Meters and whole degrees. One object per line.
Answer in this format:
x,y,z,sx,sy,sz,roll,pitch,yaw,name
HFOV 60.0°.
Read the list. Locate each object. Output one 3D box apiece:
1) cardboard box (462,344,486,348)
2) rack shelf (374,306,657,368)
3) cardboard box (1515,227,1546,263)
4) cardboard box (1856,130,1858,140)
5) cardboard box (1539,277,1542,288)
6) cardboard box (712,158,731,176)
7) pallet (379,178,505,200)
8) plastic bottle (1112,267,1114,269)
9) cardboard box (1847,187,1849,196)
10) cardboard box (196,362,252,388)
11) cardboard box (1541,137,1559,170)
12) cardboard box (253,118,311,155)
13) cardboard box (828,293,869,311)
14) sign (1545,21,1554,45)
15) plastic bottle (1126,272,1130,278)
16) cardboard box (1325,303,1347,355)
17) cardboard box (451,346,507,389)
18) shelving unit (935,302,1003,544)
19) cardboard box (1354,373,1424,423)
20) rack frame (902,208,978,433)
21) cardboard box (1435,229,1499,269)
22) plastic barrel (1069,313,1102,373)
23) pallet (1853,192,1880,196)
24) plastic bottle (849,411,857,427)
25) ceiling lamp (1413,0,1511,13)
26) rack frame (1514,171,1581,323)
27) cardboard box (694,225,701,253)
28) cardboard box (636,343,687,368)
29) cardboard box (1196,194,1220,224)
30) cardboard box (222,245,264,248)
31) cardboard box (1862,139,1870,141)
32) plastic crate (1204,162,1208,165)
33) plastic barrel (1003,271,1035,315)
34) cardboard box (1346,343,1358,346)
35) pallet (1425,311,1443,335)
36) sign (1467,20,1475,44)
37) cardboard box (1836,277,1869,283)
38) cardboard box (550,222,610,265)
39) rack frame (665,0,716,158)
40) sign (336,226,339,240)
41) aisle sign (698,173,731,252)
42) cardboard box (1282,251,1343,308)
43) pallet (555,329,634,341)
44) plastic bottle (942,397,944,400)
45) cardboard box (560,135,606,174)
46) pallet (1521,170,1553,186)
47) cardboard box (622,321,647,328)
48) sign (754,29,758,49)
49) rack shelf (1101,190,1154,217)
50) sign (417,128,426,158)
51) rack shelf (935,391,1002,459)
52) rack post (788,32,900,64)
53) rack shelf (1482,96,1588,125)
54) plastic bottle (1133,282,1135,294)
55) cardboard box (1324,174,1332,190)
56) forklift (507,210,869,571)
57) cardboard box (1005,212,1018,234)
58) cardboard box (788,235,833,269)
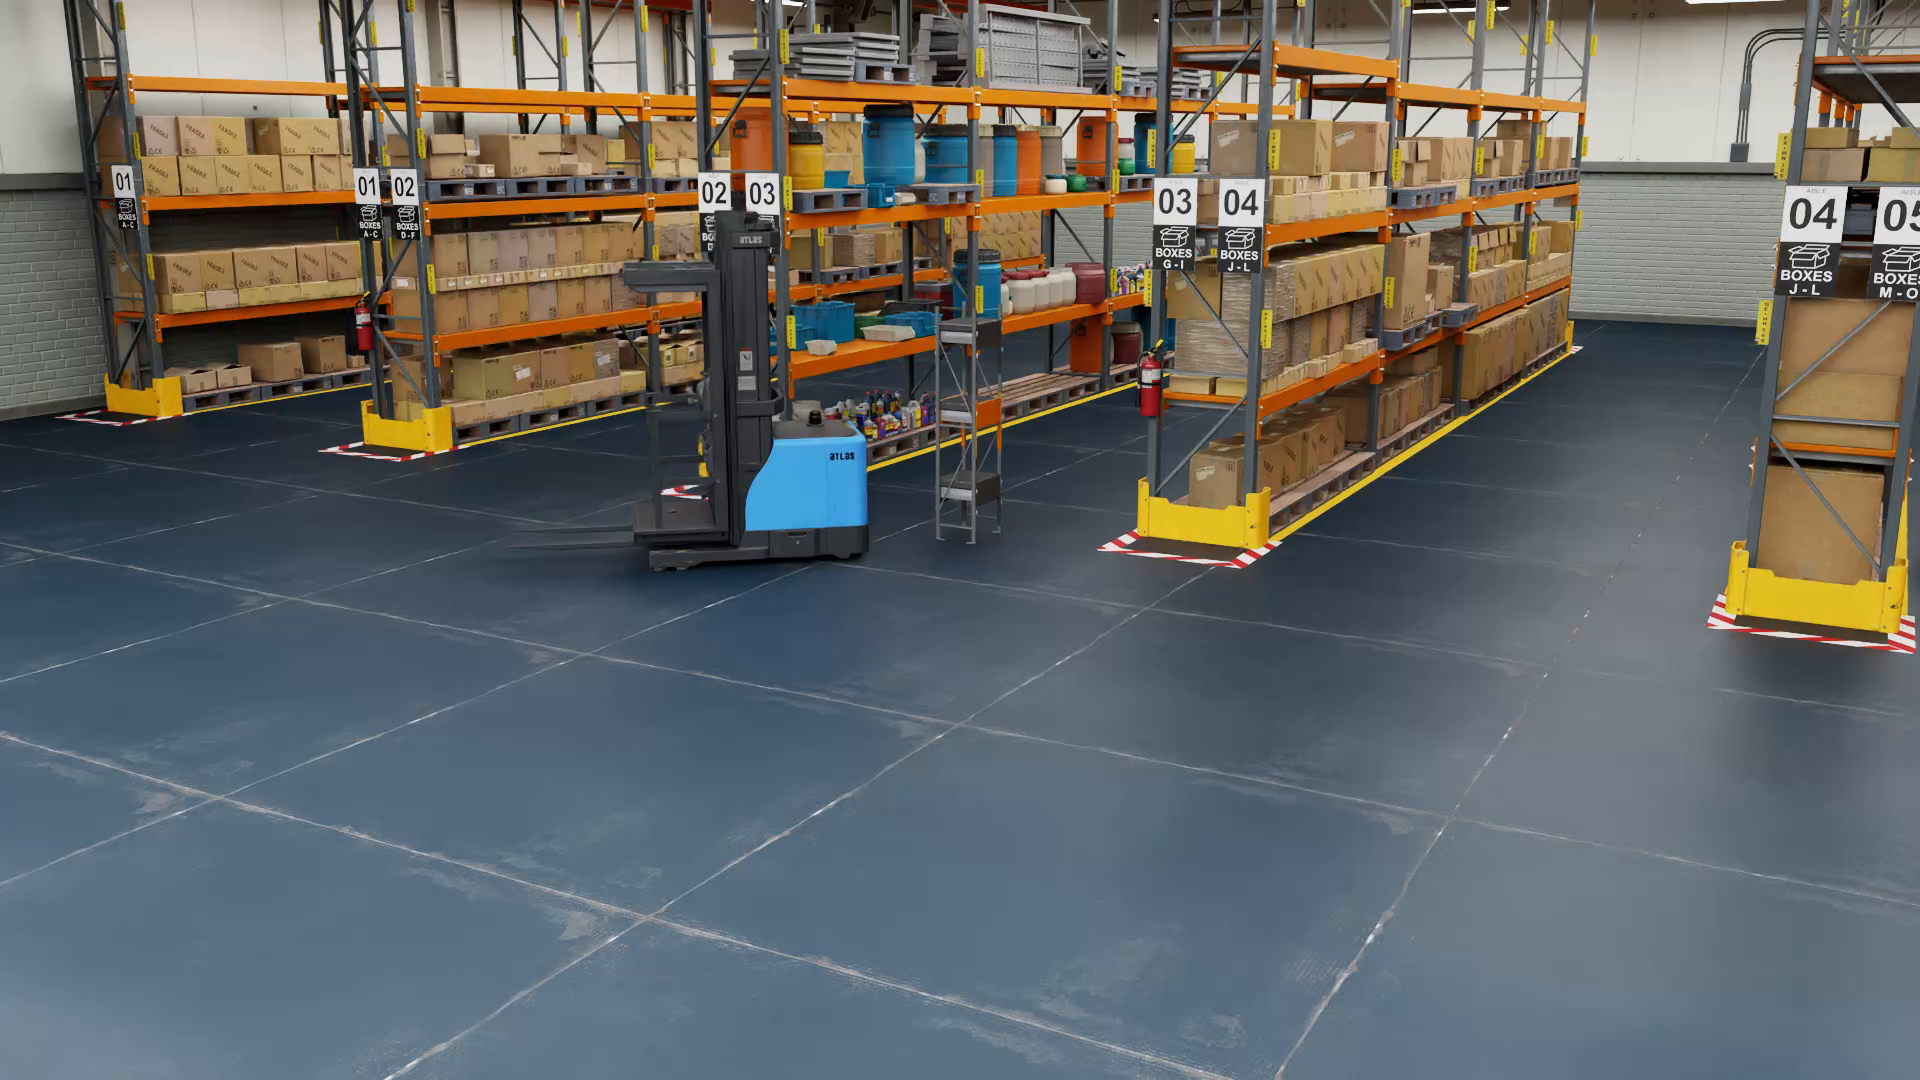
-8.087,-3.325,26.818,0.700,0.500,0.500,8,15,29,cardboard box
-5.544,-2.641,21.121,1.077,0.370,4.000,7,15,28,rack shelf
8.660,-4.525,25.486,0.500,0.500,0.500,7,15,28,cardboard box
7.545,-3.479,14.388,0.380,0.149,0.250,7,15,27,cardboard box
8.774,-3.982,25.686,0.380,0.149,0.250,7,15,27,cardboard box
-3.600,-5.375,23.954,0.500,0.250,0.500,6,15,23,cardboard box
-6.147,-4.137,19.583,1.003,0.211,1.213,7,15,28,pallet
2.332,-4.094,25.722,0.144,0.351,0.185,7,15,28,plastic bottle
7.177,-2.935,13.836,0.380,0.149,0.250,8,16,29,cardboard box
-10.161,-2.296,22.955,0.500,0.311,0.500,9,16,33,cardboard box
8.927,-6.047,25.992,0.700,0.500,0.500,8,16,30,cardboard box
-9.420,-5.608,23.107,0.500,0.500,0.500,7,15,26,cardboard box
-1.883,-4.025,28.125,0.500,0.250,0.500,7,15,27,cardboard box
8.441,-7.269,23.822,0.100,0.325,0.005,7,15,28,sign
2.625,-4.084,25.996,0.097,0.201,0.097,0,14,0,plastic bottle
3.395,-2.173,16.798,0.875,0.500,0.500,7,15,28,cardboard box
-6.042,-2.163,20.974,0.500,0.500,0.500,7,15,28,cardboard box
0.080,-1.055,14.928,0.431,2.100,0.503,7,15,28,shelving unit
5.195,-1.725,20.182,0.700,0.500,0.500,9,16,33,cardboard box
-0.243,-2.839,20.408,1.000,3.000,0.127,7,15,28,rack frame
7.030,-4.054,23.097,0.797,0.503,0.637,8,16,30,cardboard box
1.912,-2.911,24.442,0.600,0.830,0.708,7,15,28,plastic barrel
8.786,-3.254,16.138,0.805,0.209,1.217,7,15,26,pallet
-1.256,-1.405,19.492,0.097,0.201,0.097,0,14,0,plastic bottle
9.060,-11.320,30.333,2.000,3.185,0.800,7,15,28,ceiling lamp
9.894,-4.739,28.292,1.000,3.000,0.127,7,15,28,rack frame
-5.051,-5.682,31.312,0.500,0.500,0.500,7,15,27,cardboard box
-4.160,-2.597,23.181,0.500,0.311,0.500,7,15,28,cardboard box
2.170,-2.970,14.872,0.500,0.250,0.500,8,16,29,cardboard box
-10.066,-3.875,23.383,0.500,0.500,0.500,8,16,29,cardboard box
10.522,-4.614,19.524,0.396,0.266,0.258,7,15,28,cardboard box
4.579,-6.446,29.105,0.504,0.338,0.767,7,15,28,plastic crate
0.766,-3.227,21.728,0.433,0.535,0.433,0,14,0,plastic barrel
3.943,-1.983,17.396,0.380,0.149,0.250,7,15,28,cardboard box
5.105,-2.594,19.803,1.003,0.211,1.213,7,15,28,pallet
7.486,-7.434,24.339,0.100,0.325,0.005,7,15,28,sign
7.382,-1.890,13.849,0.875,0.550,0.500,7,15,28,cardboard box
-5.030,-3.884,21.764,0.700,0.500,0.500,7,15,28,cardboard box
-5.048,-8.519,31.169,1.000,3.000,0.127,7,15,28,rack frame
-9.403,-4.586,25.186,0.100,0.325,0.005,7,15,28,sign
-2.472,-3.301,16.778,0.394,0.787,0.004,7,15,28,aisle sign
3.388,-2.526,16.129,0.500,0.500,0.500,7,15,28,cardboard box
-6.535,-3.579,29.430,1.003,0.211,1.213,7,15,28,pallet
-0.187,-1.596,20.110,0.061,0.283,0.133,8,16,31,plastic bottle
-5.052,-5.106,22.005,0.500,0.500,0.500,9,16,33,cardboard box
8.365,-5.501,25.239,1.003,0.211,1.213,7,15,28,pallet
-6.083,-4.256,29.977,0.750,0.750,0.750,7,15,28,cardboard box
-3.123,-7.690,25.568,0.100,0.325,0.005,7,15,28,sign
2.657,-5.178,25.247,1.077,0.370,4.000,7,15,28,rack shelf
-6.028,-4.438,18.606,0.100,0.325,0.005,7,15,28,sign
0.080,-1.041,14.932,0.431,0.518,0.480,7,15,28,rack shelf
-1.268,-5.299,17.973,0.937,0.300,0.954,7,15,27,rack post
8.927,-6.701,26.018,1.077,0.370,4.000,7,15,28,rack shelf
2.551,-3.758,24.645,0.097,0.201,0.097,0,14,0,plastic bottle
3.348,-3.441,15.975,0.380,0.149,0.250,7,15,26,cardboard box
-2.352,-1.298,14.162,3.031,2.935,1.130,-3,14,-11,forklift
0.759,-6.064,31.441,0.500,0.500,0.500,8,16,30,cardboard box
-2.438,-4.616,26.671,0.700,0.500,0.500,2,14,9,cardboard box
